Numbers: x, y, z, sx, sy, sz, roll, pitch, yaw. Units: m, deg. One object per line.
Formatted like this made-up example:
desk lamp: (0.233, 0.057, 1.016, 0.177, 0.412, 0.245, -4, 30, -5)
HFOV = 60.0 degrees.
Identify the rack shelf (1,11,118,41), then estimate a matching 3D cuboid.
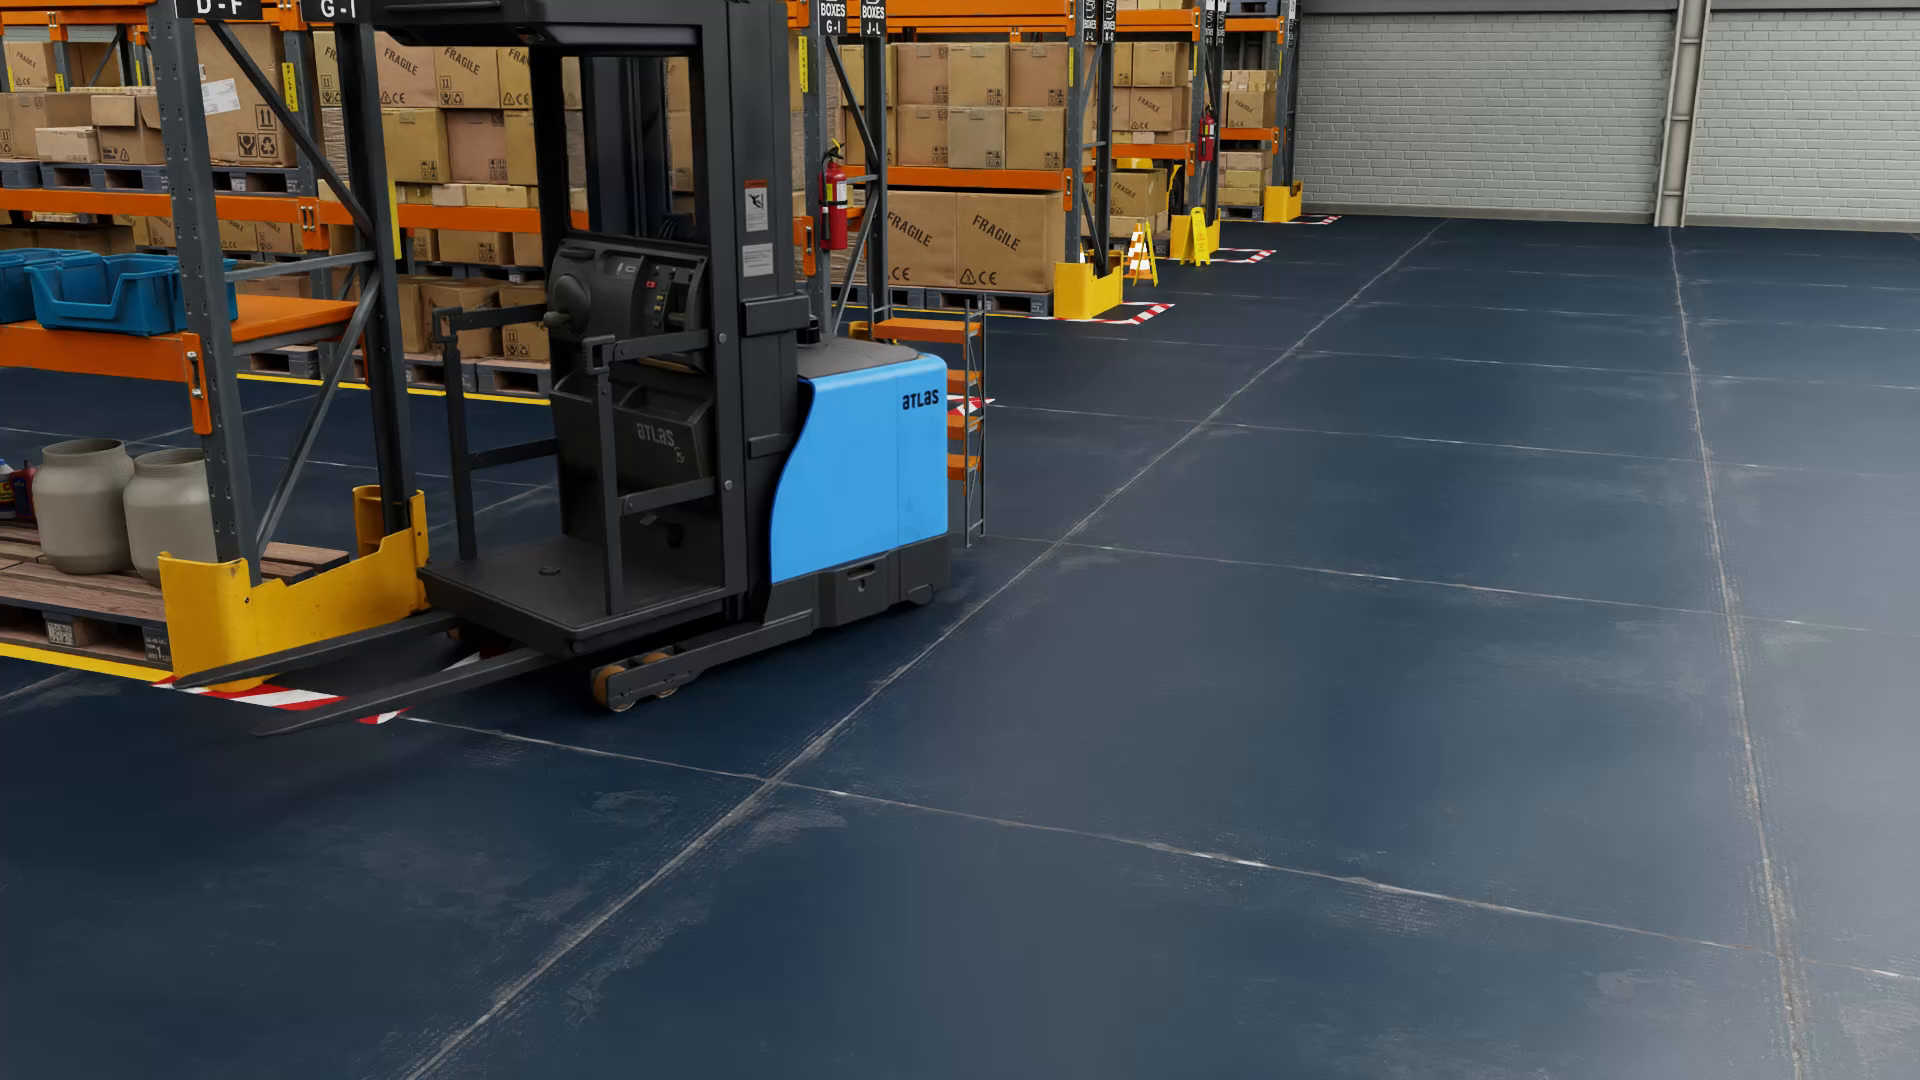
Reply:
rack shelf: (-11.838, -6.126, 19.805, 4.000, 0.370, 1.077, 6, 17, 21)

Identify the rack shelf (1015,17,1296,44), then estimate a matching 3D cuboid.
rack shelf: (2.865, -7.480, 24.470, 4.000, 0.370, 1.077, 6, 17, 21)

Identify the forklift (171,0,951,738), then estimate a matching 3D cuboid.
forklift: (-1.415, -0.945, 6.171, 1.130, 2.935, 3.031, 15, 22, 41)

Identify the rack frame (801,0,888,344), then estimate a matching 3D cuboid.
rack frame: (-0.729, -2.323, 10.794, 0.127, 3.000, 1.000, 6, 17, 21)

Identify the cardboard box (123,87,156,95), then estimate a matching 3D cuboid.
cardboard box: (-9.050, -4.953, 18.486, 0.250, 0.149, 0.380, 6, 17, 20)

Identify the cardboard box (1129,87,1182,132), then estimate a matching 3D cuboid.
cardboard box: (2.301, -5.068, 19.537, 0.500, 0.500, 0.500, 6, 17, 20)

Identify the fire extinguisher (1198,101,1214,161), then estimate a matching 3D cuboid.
fire extinguisher: (2.845, -4.724, 19.206, 0.183, 0.674, 0.296, 6, 17, 21)

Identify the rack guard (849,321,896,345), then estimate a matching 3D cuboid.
rack guard: (-0.800, -1.130, 11.169, 0.348, 0.500, 1.175, 6, 17, 21)

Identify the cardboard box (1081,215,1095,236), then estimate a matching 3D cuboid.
cardboard box: (1.578, -3.842, 20.206, 0.500, 0.250, 0.500, 6, 17, 21)

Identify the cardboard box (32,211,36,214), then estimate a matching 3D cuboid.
cardboard box: (-10.891, -3.953, 19.702, 0.250, 0.149, 0.380, 6, 17, 20)

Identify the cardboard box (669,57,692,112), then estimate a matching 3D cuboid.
cardboard box: (-1.798, -3.035, 10.743, 0.500, 0.500, 0.500, 6, 17, 21)

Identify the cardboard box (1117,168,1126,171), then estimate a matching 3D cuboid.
cardboard box: (1.748, -4.343, 20.587, 0.500, 0.500, 0.500, 6, 17, 19)

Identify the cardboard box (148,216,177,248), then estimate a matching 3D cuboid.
cardboard box: (-8.895, -3.629, 19.025, 0.500, 0.500, 0.500, 7, 18, 23)

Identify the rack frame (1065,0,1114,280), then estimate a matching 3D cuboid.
rack frame: (1.185, -3.599, 15.189, 0.127, 3.000, 1.000, 6, 17, 21)

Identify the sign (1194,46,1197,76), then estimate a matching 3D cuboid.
sign: (2.685, -5.459, 18.953, 0.005, 0.325, 0.100, 6, 17, 21)

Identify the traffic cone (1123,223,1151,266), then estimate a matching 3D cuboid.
traffic cone: (2.034, -3.384, 19.000, 0.334, 0.463, 0.336, 6, 17, 21)

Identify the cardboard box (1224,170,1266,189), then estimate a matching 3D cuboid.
cardboard box: (4.158, -5.271, 24.230, 0.500, 0.250, 0.500, 6, 17, 20)

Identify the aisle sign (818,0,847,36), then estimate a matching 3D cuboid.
aisle sign: (-0.781, -3.487, 10.142, 0.004, 0.787, 0.394, 6, 17, 21)

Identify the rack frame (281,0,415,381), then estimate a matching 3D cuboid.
rack frame: (-4.450, -2.732, 12.203, 0.127, 3.000, 1.000, 6, 17, 21)

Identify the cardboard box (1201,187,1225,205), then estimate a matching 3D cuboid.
cardboard box: (3.713, -5.081, 24.475, 0.500, 0.250, 0.500, 6, 17, 21)

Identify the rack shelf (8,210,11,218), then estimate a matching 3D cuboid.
rack shelf: (-10.031, -3.000, 14.418, 4.000, 0.370, 1.077, 6, 17, 21)

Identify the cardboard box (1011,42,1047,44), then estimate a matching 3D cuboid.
cardboard box: (0.959, -5.726, 20.010, 0.500, 0.500, 0.700, 6, 17, 20)

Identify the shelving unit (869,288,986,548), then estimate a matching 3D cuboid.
shelving unit: (-0.154, -0.593, 8.065, 0.503, 1.200, 0.258, 6, 17, 21)

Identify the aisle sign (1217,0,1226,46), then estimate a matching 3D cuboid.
aisle sign: (3.079, -6.215, 19.540, 0.004, 0.787, 0.394, 6, 17, 21)

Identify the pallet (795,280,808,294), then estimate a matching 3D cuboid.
pallet: (-1.857, -2.571, 16.650, 1.213, 0.211, 1.003, 6, 17, 21)

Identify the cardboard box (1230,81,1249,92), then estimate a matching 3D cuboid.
cardboard box: (4.051, -6.521, 23.914, 0.250, 0.149, 0.380, 7, 17, 22)

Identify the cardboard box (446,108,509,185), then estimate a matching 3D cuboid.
cardboard box: (-3.100, -2.775, 11.640, 0.500, 0.500, 0.875, 6, 17, 21)

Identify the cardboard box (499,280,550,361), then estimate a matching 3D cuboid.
cardboard box: (-2.950, -1.582, 11.973, 0.500, 0.500, 0.500, 5, 17, 16)

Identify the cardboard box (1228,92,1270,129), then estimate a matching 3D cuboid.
cardboard box: (4.171, -6.211, 24.008, 0.500, 0.500, 0.500, 6, 17, 19)

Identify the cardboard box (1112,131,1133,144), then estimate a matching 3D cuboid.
cardboard box: (1.974, -4.784, 19.722, 0.250, 0.149, 0.380, 6, 17, 20)

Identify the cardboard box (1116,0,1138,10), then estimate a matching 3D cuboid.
cardboard box: (1.994, -6.230, 19.322, 0.250, 0.149, 0.380, 7, 18, 22)

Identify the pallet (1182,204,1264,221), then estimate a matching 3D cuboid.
pallet: (3.998, -4.909, 24.704, 1.213, 0.211, 1.003, 6, 17, 21)

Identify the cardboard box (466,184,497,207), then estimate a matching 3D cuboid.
cardboard box: (-3.188, -2.390, 11.475, 0.250, 0.149, 0.380, 6, 17, 21)

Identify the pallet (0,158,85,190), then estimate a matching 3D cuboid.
pallet: (-7.469, -3.004, 13.484, 1.003, 0.211, 1.213, 6, 17, 21)

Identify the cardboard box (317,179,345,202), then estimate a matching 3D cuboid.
cardboard box: (-4.360, -2.511, 11.894, 0.250, 0.149, 0.380, 6, 17, 21)

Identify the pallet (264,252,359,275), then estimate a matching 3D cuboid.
pallet: (-6.983, -3.158, 18.674, 1.213, 0.211, 1.003, 6, 17, 21)

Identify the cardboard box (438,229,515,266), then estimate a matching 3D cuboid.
cardboard box: (-4.909, -3.364, 17.663, 0.750, 0.750, 1.050, 7, 17, 21)

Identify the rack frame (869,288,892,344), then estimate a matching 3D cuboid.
rack frame: (-0.381, -0.618, 8.151, 0.015, 1.200, 0.240, 6, 17, 21)

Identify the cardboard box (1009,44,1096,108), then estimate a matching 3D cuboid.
cardboard box: (0.854, -4.237, 15.183, 0.550, 0.550, 0.875, 6, 17, 21)

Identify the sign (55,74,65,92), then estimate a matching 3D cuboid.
sign: (-10.170, -5.100, 18.810, 0.005, 0.325, 0.100, 6, 17, 21)

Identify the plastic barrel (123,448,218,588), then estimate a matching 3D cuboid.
plastic barrel: (-3.186, -0.092, 6.821, 0.421, 0.512, 0.421, 0, 16, 0)

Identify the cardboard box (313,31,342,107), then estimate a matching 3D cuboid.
cardboard box: (-4.125, -3.291, 11.623, 0.500, 0.500, 0.500, 6, 17, 21)

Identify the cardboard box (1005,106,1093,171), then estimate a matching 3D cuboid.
cardboard box: (0.823, -3.697, 15.259, 0.550, 0.550, 0.875, 6, 17, 21)

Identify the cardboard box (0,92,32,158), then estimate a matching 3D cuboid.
cardboard box: (-7.654, -3.346, 13.386, 0.500, 0.500, 0.500, 4, 17, 14)

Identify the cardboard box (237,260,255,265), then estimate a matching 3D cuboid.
cardboard box: (-5.971, -1.922, 13.108, 0.500, 0.500, 0.700, 5, 17, 16)

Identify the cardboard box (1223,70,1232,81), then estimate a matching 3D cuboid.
cardboard box: (3.820, -6.702, 24.002, 0.250, 0.149, 0.380, 7, 17, 22)

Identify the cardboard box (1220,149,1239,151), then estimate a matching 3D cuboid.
cardboard box: (3.881, -5.690, 24.780, 0.500, 0.250, 0.500, 6, 17, 21)

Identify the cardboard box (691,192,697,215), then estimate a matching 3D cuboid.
cardboard box: (-1.553, -2.216, 10.876, 0.250, 0.149, 0.380, 6, 17, 21)

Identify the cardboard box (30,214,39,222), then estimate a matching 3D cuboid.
cardboard box: (-10.900, -3.799, 19.705, 0.250, 0.149, 0.380, 6, 17, 19)

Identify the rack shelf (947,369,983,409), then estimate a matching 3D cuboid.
rack shelf: (-0.154, -0.743, 8.021, 0.480, 0.148, 0.258, 6, 17, 21)
